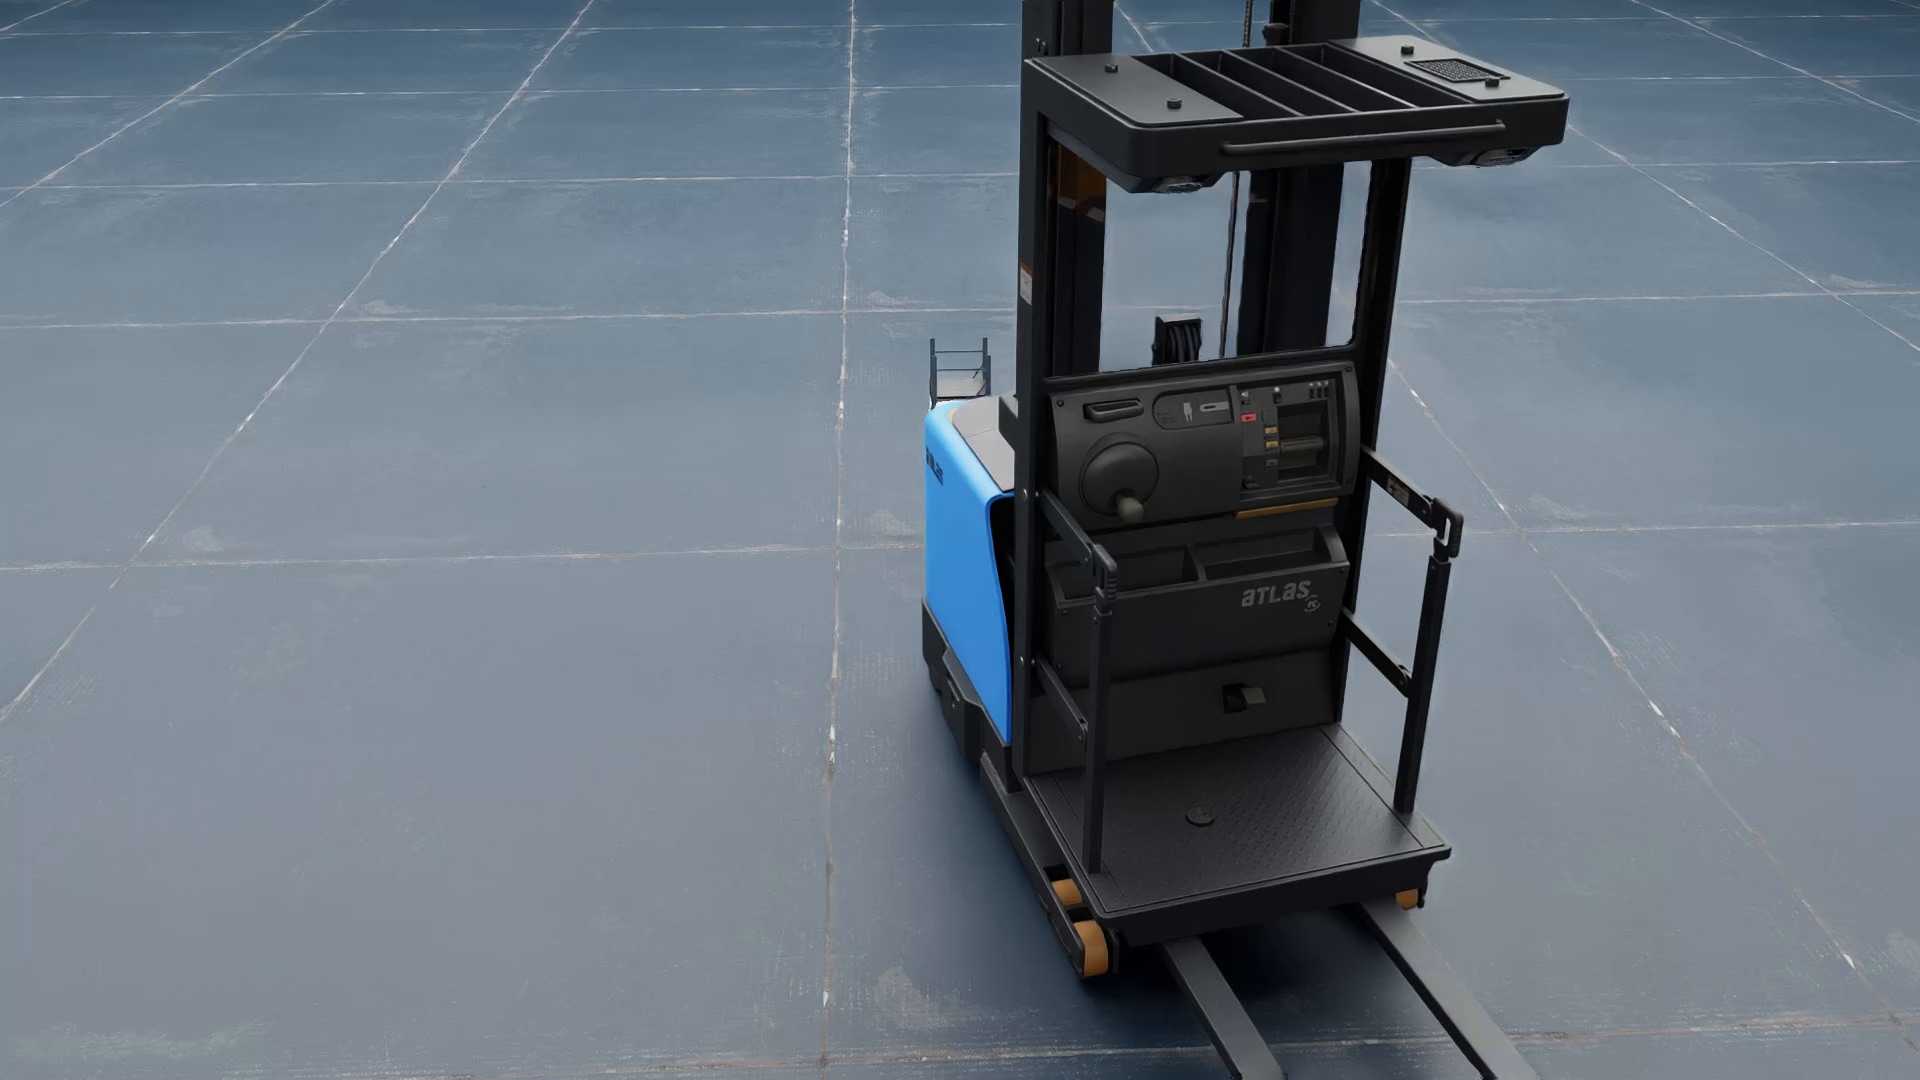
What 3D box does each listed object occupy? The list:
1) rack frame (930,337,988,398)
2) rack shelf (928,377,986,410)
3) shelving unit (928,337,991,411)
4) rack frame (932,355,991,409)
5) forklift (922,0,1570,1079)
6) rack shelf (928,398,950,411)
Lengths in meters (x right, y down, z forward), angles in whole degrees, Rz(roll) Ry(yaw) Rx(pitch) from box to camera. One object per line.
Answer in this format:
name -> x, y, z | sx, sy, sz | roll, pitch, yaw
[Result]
rack frame -> -0.005, -0.442, 7.125 | 0.240, 0.900, 0.006 | -1, 28, -3
rack shelf -> 0.000, -0.605, 6.925 | 0.258, 0.077, 0.200 | -1, 28, -3
shelving unit -> 0.000, -0.395, 7.035 | 0.258, 0.900, 0.210 | -1, 28, -3
rack frame -> 0.006, -0.348, 6.945 | 0.240, 0.900, 0.006 | -1, 28, -3
forklift -> 0.767, -0.237, 4.535 | 1.130, 2.935, 3.031 | -8, 29, -15
rack shelf -> 0.000, -0.525, 6.967 | 0.258, 0.077, 0.200 | -1, 28, -3
